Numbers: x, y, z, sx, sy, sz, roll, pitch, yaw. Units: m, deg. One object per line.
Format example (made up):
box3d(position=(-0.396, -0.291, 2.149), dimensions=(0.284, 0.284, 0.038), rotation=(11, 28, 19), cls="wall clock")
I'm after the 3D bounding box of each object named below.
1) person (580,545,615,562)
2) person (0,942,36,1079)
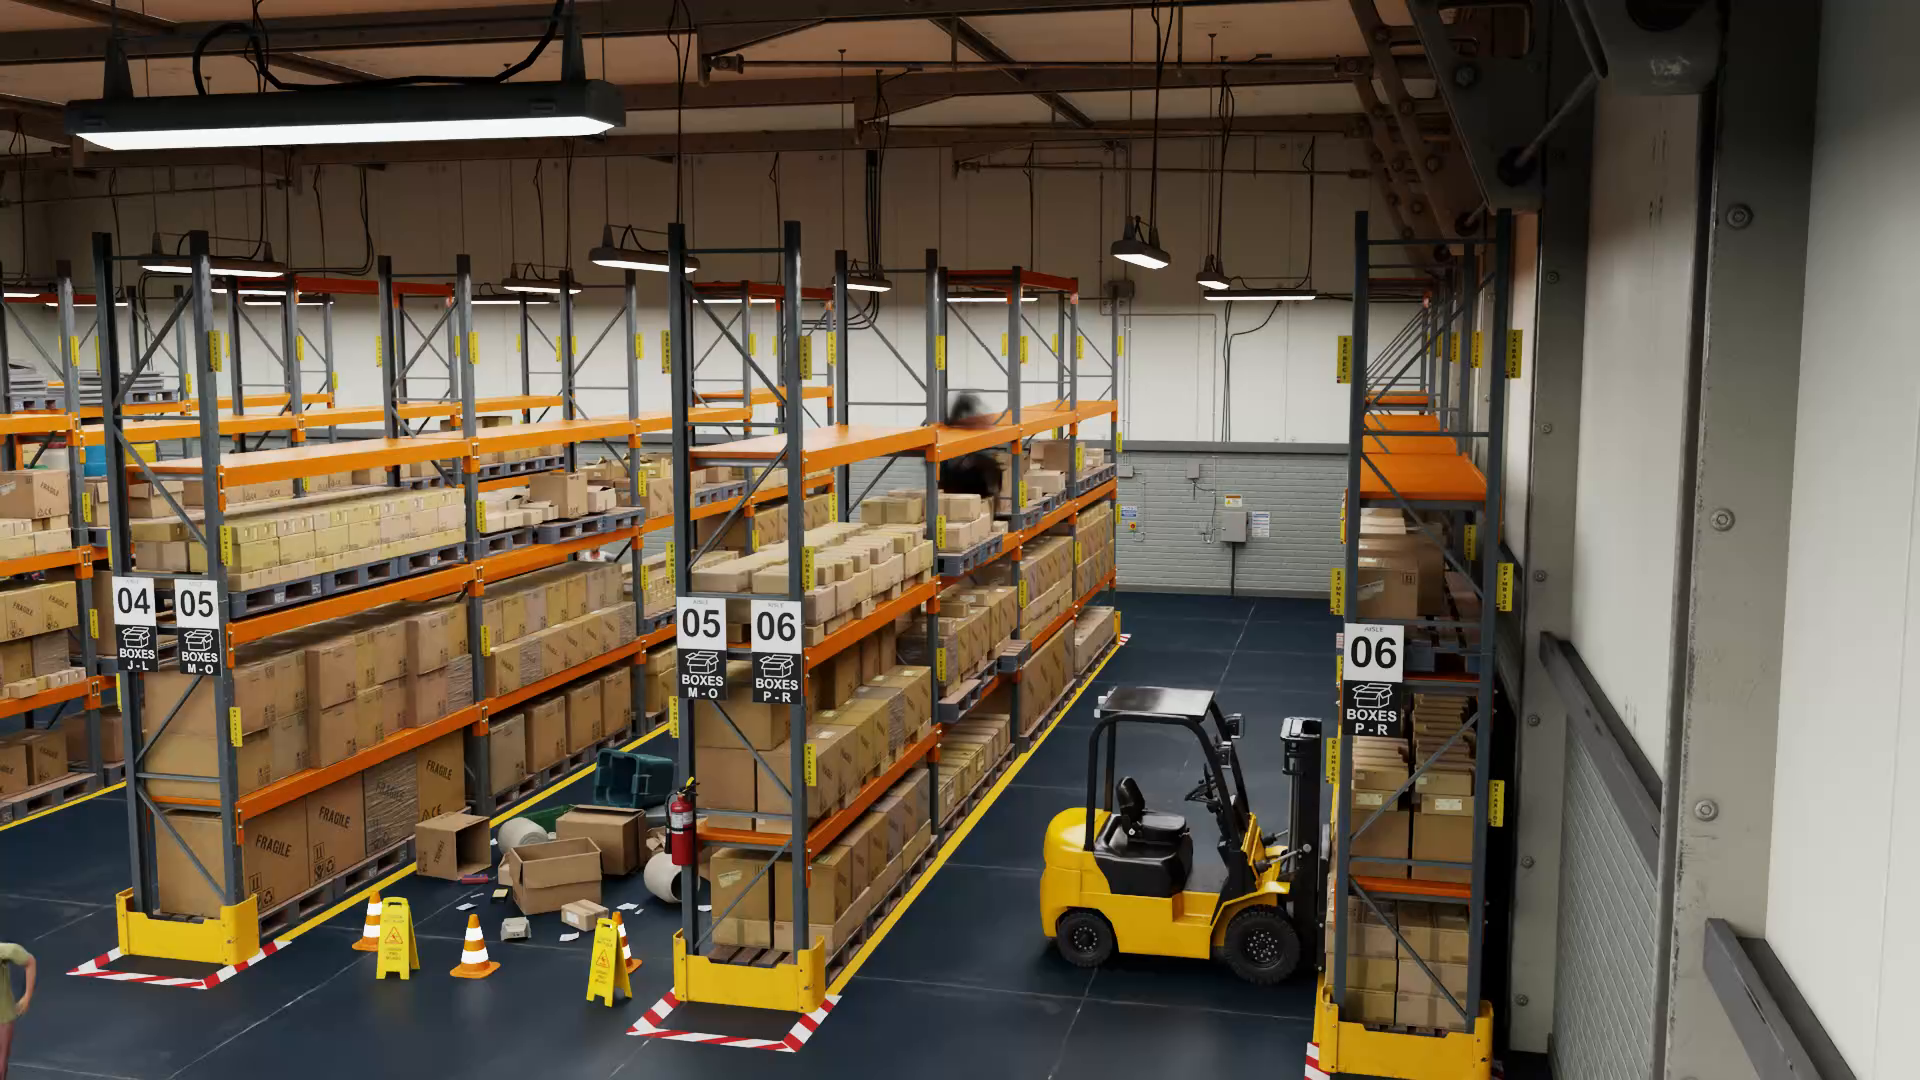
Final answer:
box3d(position=(-6.183, 0.824, 28.354), dimensions=(0.595, 1.815, 0.926), rotation=(1, 7, 6), cls="person")
box3d(position=(-6.274, 3.102, 10.741), dimensions=(0.581, 1.570, 0.792), rotation=(-3, 8, -24), cls="person")
